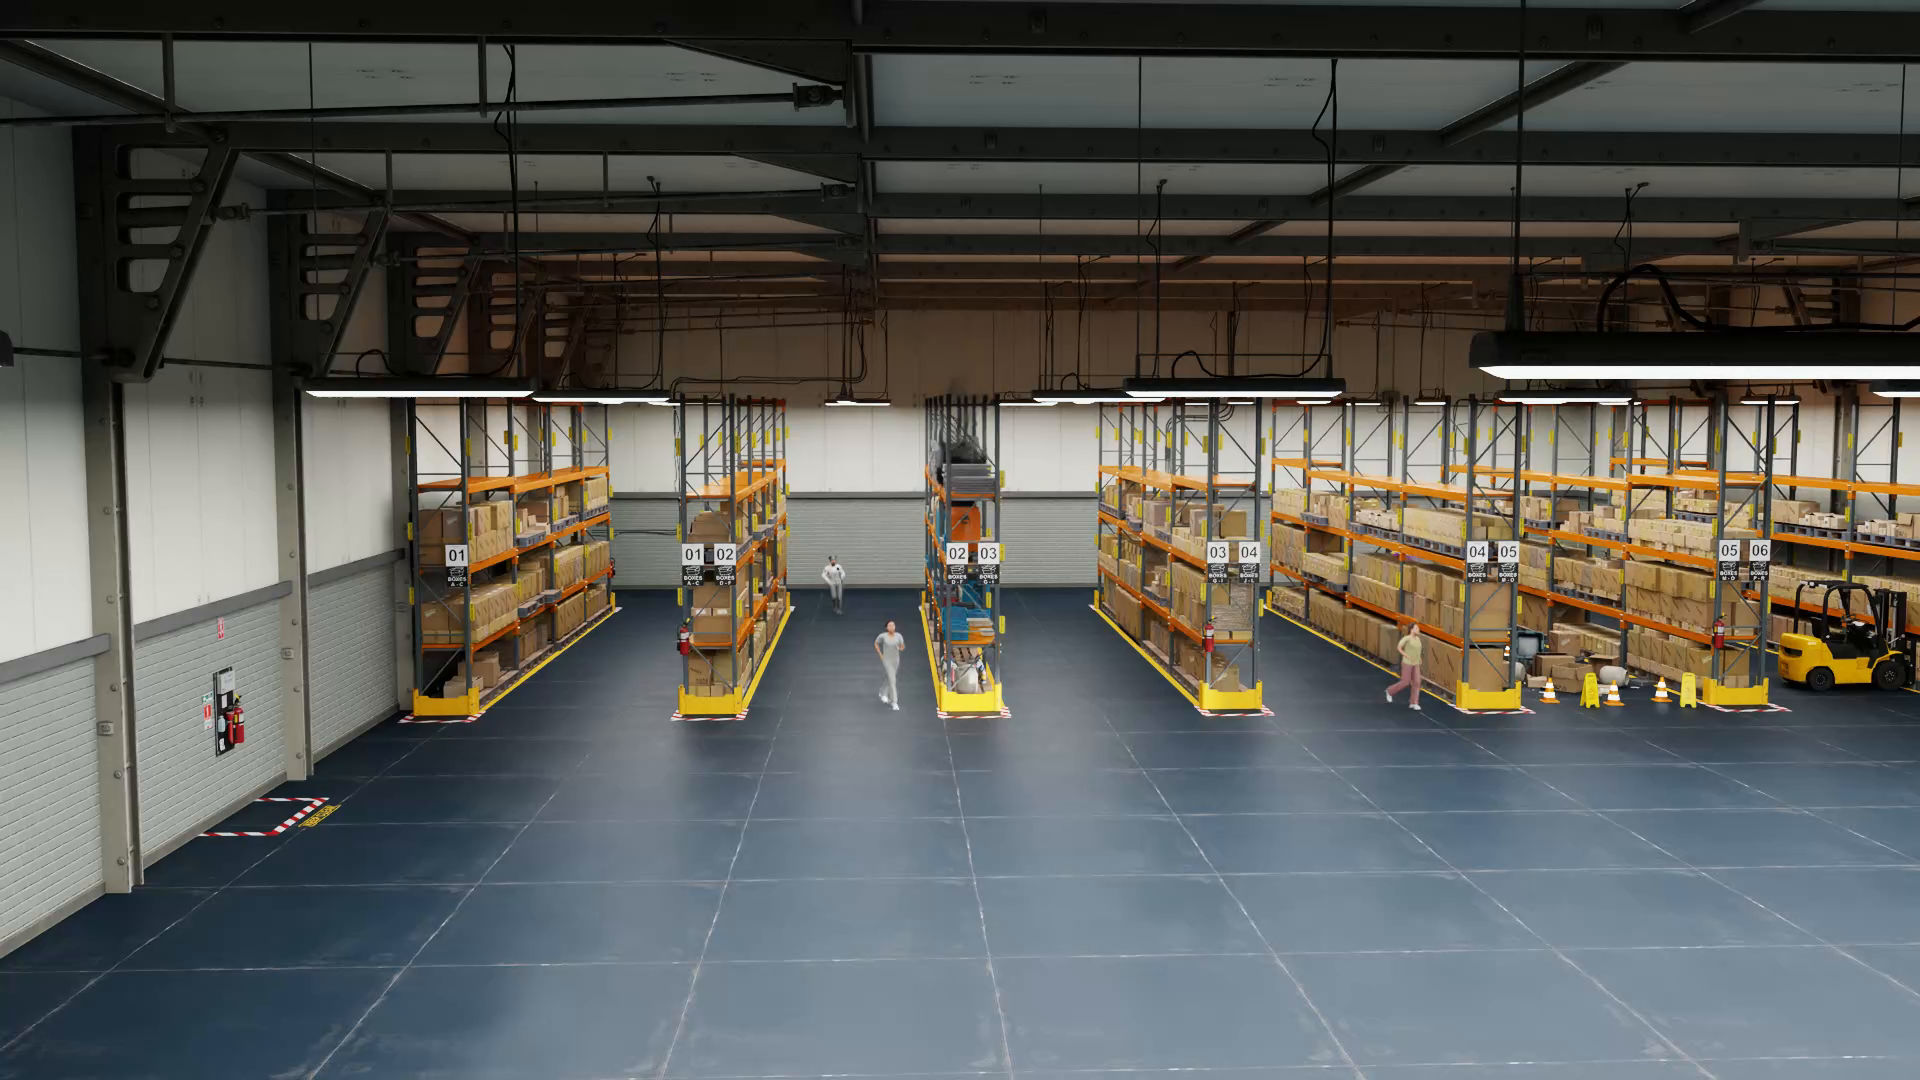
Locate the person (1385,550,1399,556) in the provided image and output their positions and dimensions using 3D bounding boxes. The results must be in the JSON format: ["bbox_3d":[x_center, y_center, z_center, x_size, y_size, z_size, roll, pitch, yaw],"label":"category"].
[{"bbox_3d":[12.728,0.918,49.345,0.939,1.779,0.690,-1,5,-8],"label":"person"}]

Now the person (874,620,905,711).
[{"bbox_3d":[-1.320,2.367,31.899,0.549,1.701,0.880,-2,5,-28],"label":"person"}]

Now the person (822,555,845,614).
[{"bbox_3d":[-3.489,1.240,46.287,0.630,1.652,0.580,-1,5,-14],"label":"person"}]

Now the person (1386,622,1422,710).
[{"bbox_3d":[8.652,2.386,31.851,0.635,1.622,0.887,-3,5,-31],"label":"person"}]

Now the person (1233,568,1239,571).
[{"bbox_3d":[7.611,1.211,46.823,0.558,1.660,0.553,1,5,10],"label":"person"}]
